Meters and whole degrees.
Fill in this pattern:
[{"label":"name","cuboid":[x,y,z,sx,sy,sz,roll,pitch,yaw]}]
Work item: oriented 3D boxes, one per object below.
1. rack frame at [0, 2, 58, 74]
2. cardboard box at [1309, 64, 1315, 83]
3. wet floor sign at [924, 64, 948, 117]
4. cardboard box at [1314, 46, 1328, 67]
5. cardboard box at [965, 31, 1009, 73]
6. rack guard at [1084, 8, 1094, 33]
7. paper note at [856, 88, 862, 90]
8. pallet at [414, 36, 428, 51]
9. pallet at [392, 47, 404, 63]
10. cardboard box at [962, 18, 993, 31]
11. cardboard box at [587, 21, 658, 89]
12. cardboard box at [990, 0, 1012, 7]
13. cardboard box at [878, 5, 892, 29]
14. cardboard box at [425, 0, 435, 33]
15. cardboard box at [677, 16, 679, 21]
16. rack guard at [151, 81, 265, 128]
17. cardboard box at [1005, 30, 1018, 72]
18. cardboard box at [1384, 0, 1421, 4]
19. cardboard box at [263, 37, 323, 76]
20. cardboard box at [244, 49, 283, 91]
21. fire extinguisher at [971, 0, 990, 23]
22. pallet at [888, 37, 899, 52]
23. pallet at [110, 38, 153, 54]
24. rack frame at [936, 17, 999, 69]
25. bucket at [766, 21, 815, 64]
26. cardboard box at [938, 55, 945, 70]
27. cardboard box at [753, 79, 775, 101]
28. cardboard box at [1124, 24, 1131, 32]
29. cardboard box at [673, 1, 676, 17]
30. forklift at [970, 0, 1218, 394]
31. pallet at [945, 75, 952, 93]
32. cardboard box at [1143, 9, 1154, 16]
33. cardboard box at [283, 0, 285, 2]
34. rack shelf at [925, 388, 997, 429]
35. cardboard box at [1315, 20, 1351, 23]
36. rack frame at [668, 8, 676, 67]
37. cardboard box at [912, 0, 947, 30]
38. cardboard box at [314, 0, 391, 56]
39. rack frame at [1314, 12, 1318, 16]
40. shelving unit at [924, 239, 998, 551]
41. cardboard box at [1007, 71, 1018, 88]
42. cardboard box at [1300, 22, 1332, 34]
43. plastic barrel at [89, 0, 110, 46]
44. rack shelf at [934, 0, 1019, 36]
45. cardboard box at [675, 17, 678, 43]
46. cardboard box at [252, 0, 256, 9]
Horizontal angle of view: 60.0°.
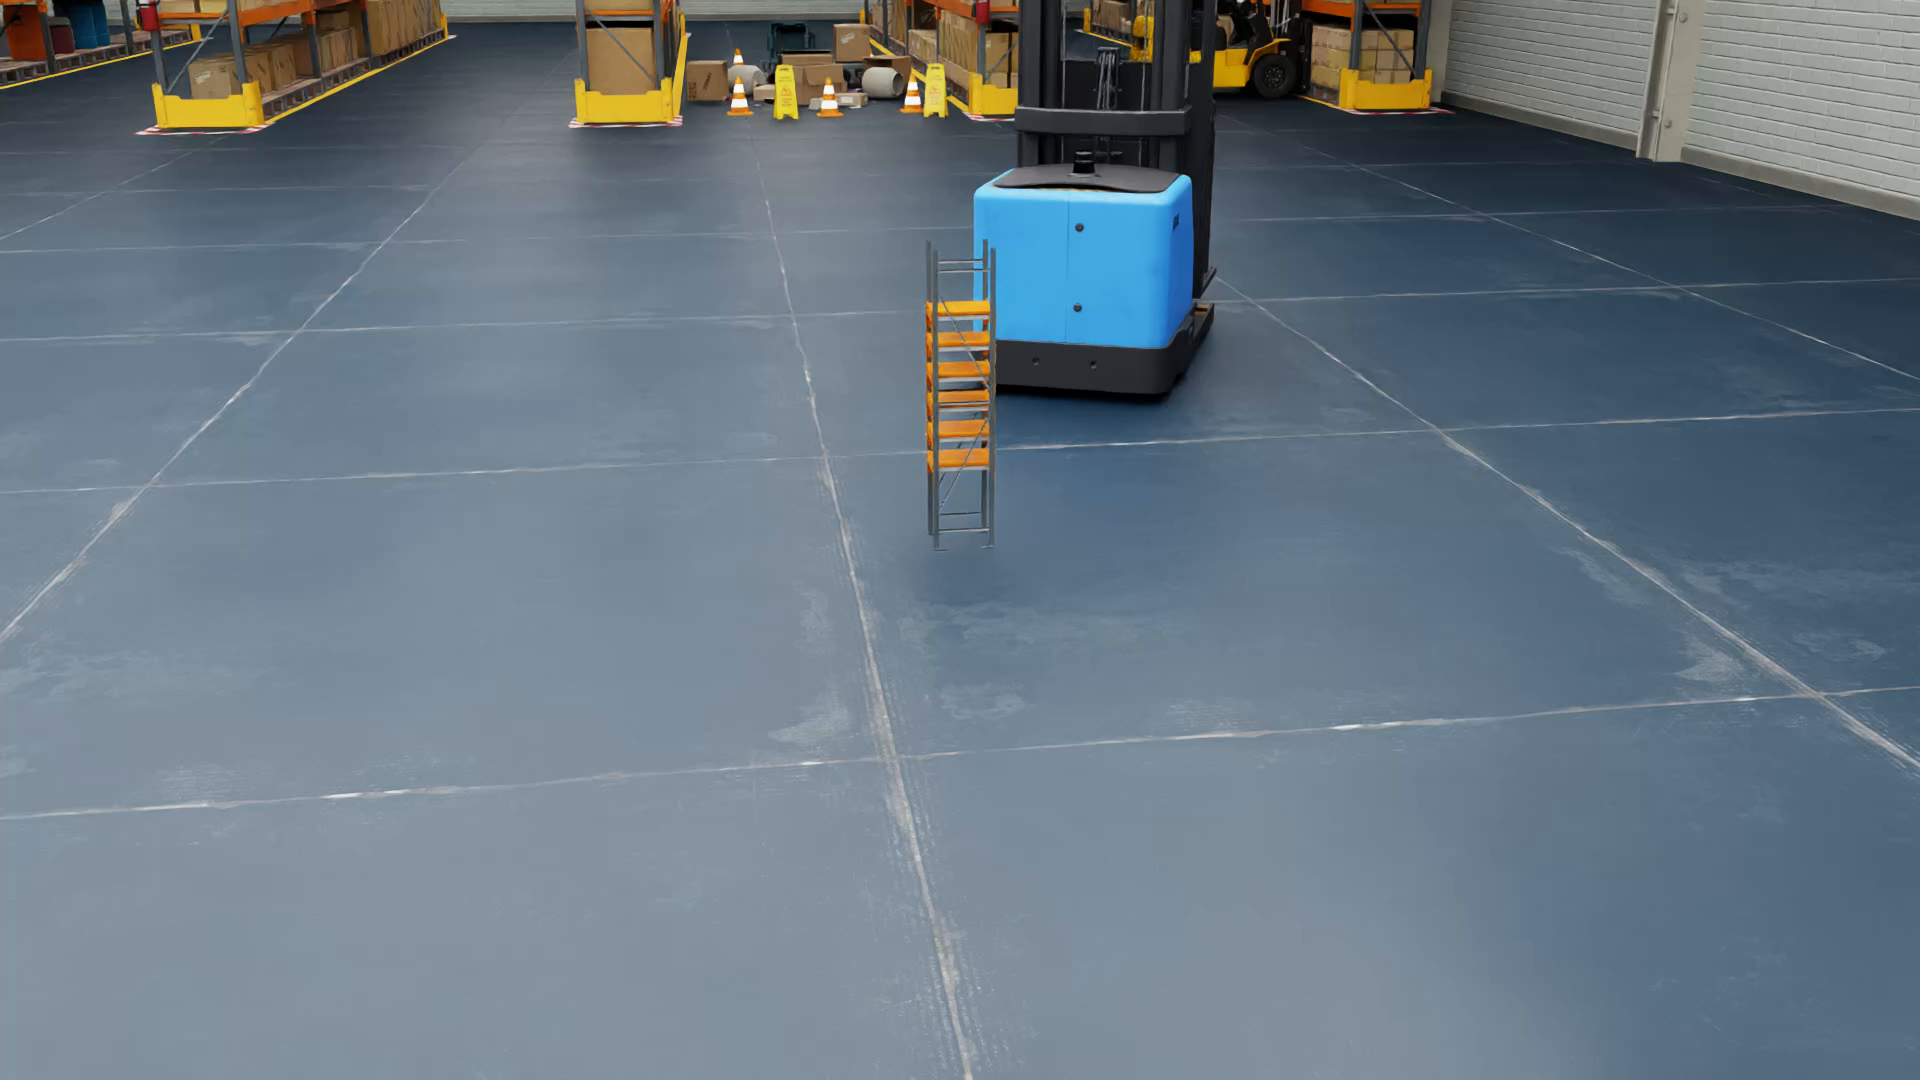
[{"label":"rack frame","cuboid":[-15.135,-8.939,26.362,1.000,3.000,0.127,-3,21,-8]},{"label":"cardboard box","cuboid":[5.131,-6.572,23.354,0.500,0.250,0.500,-3,21,-7]},{"label":"wet floor sign","cuboid":[-0.306,-5.696,21.044,0.267,0.644,0.232,4,21,11]},{"label":"cardboard box","cuboid":[5.196,-6.640,22.822,0.500,0.250,0.500,-3,21,-8]},{"label":"cardboard box","cuboid":[0.352,-6.443,21.937,0.500,0.500,0.500,-3,21,-7]},{"label":"rack guard","cuboid":[3.342,-11.513,36.826,1.175,0.500,0.348,-3,21,-8]},{"label":"paper note","cuboid":[-1.463,-6.643,24.459,0.148,0.019,0.142,-3,21,-8]},{"label":"pallet","cuboid":[-10.843,-9.534,31.942,1.003,0.211,1.213,-3,21,-8]},{"label":"pallet","cuboid":[-10.445,-8.580,29.388,1.003,0.211,1.213,-3,21,-8]},{"label":"cardboard box","cuboid":[0.233,-6.870,22.154,0.380,0.149,0.250,-2,21,-6]},{"label":"cardboard box","cuboid":[-4.450,-6.371,21.924,0.875,0.875,0.875,-3,21,-9]},{"label":"cardboard box","cuboid":[0.460,-6.919,21.314,0.380,0.149,0.250,-2,21,-6]},{"label":"cardboard box","cuboid":[-1.246,-10.915,34.714,0.875,0.438,0.875,-2,21,-6]},{"label":"cardboard box","cuboid":[-11.084,-10.627,33.319,0.875,0.875,0.875,-3,21,-8]},{"label":"cardboard box","cuboid":[-5.856,-10.464,33.494,0.380,0.149,0.250,-3,21,-7]},{"label":"rack guard","cuboid":[-9.092,-5.274,20.122,1.175,0.500,0.348,-3,21,-8]},{"label":"cardboard box","cuboid":[0.879,-6.480,22.036,0.500,0.500,0.500,-4,21,-10]},{"label":"cardboard box","cuboid":[5.841,-7.402,22.106,0.500,0.500,0.500,-2,21,-6]},{"label":"cardboard box","cuboid":[-9.724,-7.052,24.255,0.700,0.500,0.500,-5,21,-12]},{"label":"cardboard box","cuboid":[-9.382,-6.280,22.215,0.500,0.500,0.500,-5,21,-13]},{"label":"fire extinguisher","cuboid":[0.286,-6.819,20.798,0.296,0.674,0.183,-3,21,-8]},{"label":"pallet","cuboid":[-0.818,-9.504,31.860,1.003,0.211,1.213,-3,21,-8]},{"label":"pallet","cuboid":[-15.856,-9.270,31.234,1.003,0.211,1.213,-3,21,-8]},{"label":"rack frame","cuboid":[0.149,-8.303,24.661,1.000,3.000,0.127,-3,21,-8]},{"label":"bucket","cuboid":[-2.433,-7.267,24.391,0.726,0.611,0.620,4,11,11]},{"label":"cardboard box","cuboid":[-0.033,-6.994,24.485,0.500,0.250,0.500,-4,21,-10]},{"label":"cardboard box","cuboid":[-2.664,-6.236,23.032,0.396,0.266,0.258,1,20,2]},{"label":"cardboard box","cuboid":[3.536,-10.364,33.653,0.380,0.149,0.250,-4,21,-9]},{"label":"cardboard box","cuboid":[-5.379,-9.560,29.925,0.500,0.250,0.500,-4,21,-10]},{"label":"forklift","cuboid":[0.925,-2.601,9.492,1.130,2.935,3.031,5,21,14]},{"label":"pallet","cuboid":[0.281,-6.766,24.531,1.003,0.211,1.213,-3,21,-8]},{"label":"cardboard box","cuboid":[3.841,-9.988,32.143,0.500,0.500,0.500,-3,21,-8]},{"label":"cardboard box","cuboid":[-9.280,-7.276,22.268,0.380,0.149,0.250,-3,21,-8]},{"label":"rack shelf","cuboid":[0.002,-0.515,6.508,0.258,0.103,0.180,-3,21,-8]},{"label":"cardboard box","cuboid":[5.470,-7.421,24.199,0.500,0.250,0.500,-3,21,-7]},{"label":"rack frame","cuboid":[-5.311,-9.404,27.607,1.000,3.000,0.127,-3,21,-8]},{"label":"cardboard box","cuboid":[-0.445,-9.133,29.319,0.875,0.875,0.875,-3,21,-8]},{"label":"cardboard box","cuboid":[-10.313,-8.630,27.971,1.225,0.875,0.875,-4,21,-10]},{"label":"rack frame","cuboid":[5.061,-8.555,25.335,1.000,3.000,0.127,-3,21,-8]},{"label":"shelving unit","cuboid":[0.002,-0.557,6.493,0.258,1.200,0.189,-3,21,-8]},{"label":"cardboard box","cuboid":[0.883,-6.120,22.146,0.500,0.250,0.500,-3,21,-8]},{"label":"cardboard box","cuboid":[5.035,-7.217,23.654,0.500,0.250,0.500,-3,21,-9]},{"label":"plastic barrel","cuboid":[-15.650,-9.348,29.857,0.600,0.901,0.708,-3,21,-8]},{"label":"rack shelf","cuboid":[0.438,-7.274,22.933,1.077,0.370,4.000,-3,21,-8]},{"label":"cardboard box","cuboid":[-5.458,-9.393,30.551,0.500,0.500,0.500,-3,21,-9]},{"label":"cardboard box","cuboid":[-8.981,-6.672,20.652,0.380,0.149,0.250,-3,21,-8]}]
